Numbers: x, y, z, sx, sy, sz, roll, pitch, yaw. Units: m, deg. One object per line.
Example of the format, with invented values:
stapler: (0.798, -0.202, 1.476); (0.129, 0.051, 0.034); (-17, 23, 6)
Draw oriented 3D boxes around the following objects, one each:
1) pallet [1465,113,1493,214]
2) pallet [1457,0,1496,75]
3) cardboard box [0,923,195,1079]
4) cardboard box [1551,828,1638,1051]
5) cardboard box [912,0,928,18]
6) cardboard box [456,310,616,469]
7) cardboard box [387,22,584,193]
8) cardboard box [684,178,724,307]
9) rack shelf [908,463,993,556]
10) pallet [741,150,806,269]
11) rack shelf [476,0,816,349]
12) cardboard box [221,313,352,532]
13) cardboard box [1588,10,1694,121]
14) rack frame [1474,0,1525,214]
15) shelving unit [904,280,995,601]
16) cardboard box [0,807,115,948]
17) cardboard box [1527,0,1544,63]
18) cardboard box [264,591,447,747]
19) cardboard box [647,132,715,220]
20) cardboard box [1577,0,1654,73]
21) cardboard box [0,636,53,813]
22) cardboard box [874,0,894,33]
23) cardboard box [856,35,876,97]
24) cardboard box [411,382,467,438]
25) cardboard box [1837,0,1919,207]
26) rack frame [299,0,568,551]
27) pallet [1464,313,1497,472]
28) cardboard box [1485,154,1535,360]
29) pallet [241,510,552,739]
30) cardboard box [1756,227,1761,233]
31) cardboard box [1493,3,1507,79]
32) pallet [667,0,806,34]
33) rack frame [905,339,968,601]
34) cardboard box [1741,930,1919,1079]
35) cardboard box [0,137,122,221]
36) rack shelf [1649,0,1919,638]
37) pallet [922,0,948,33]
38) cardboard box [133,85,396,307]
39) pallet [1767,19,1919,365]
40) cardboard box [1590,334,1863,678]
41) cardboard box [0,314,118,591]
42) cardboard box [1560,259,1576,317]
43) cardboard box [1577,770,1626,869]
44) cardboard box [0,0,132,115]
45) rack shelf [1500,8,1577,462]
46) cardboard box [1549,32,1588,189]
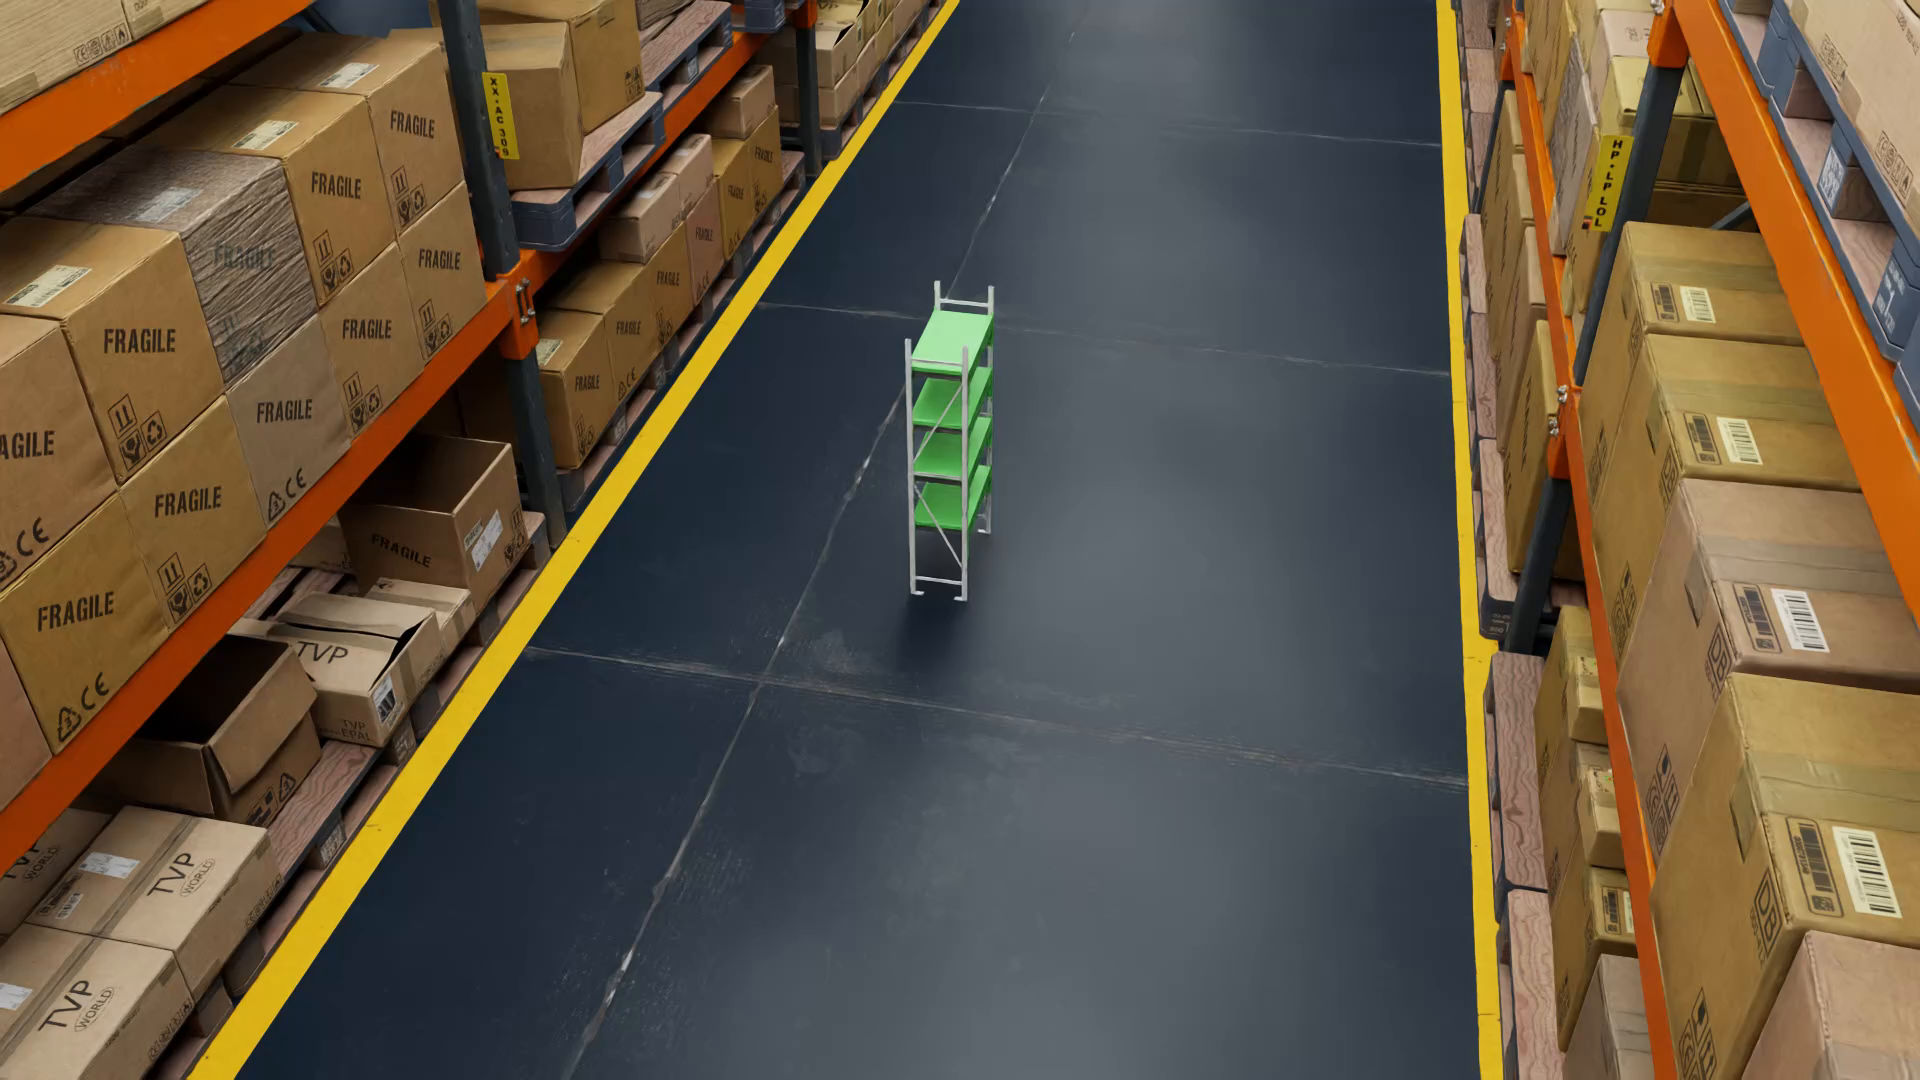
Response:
pallet: (3.644, -2.260, 10.188); (1.003, 0.211, 1.213); (7, 37, 10)
pallet: (4.165, -3.659, 12.118); (1.003, 0.211, 1.213); (7, 37, 10)
cardboard box: (-2.573, 1.399, 4.732); (0.500, 0.250, 0.500); (7, 37, 10)
cardboard box: (2.139, 1.192, 4.822); (0.700, 0.500, 0.500); (8, 37, 11)
cardboard box: (-0.534, -4.052, 12.270); (0.500, 0.250, 0.500); (8, 37, 11)
cardboard box: (-1.878, -0.679, 7.386); (0.500, 0.500, 0.500); (6, 36, 8)
cardboard box: (-1.899, -1.721, 6.625); (0.700, 0.500, 0.500); (-4, 36, -6)
cardboard box: (-1.552, -1.562, 8.604); (0.500, 0.500, 0.500); (6, 36, 8)
rack shelf: (-0.035, -0.145, 6.945); (0.258, 0.148, 0.480); (7, 37, 10)
pallet: (-1.561, -2.007, 9.840); (1.003, 0.211, 1.213); (7, 37, 10)
rack shelf: (-1.792, -2.122, 8.235); (1.077, 0.370, 4.000); (7, 37, 10)
cardboard box: (-2.291, -0.398, 5.158); (0.500, 0.500, 0.500); (8, 37, 11)
cardboard box: (2.590, -1.712, 6.062); (0.500, 0.250, 0.500); (8, 37, 11)
rack frame: (3.475, -2.941, 8.752); (1.000, 3.000, 0.127); (7, 37, 10)
shelving unit: (-0.035, -0.391, 6.767); (0.258, 1.200, 0.503); (7, 37, 10)
cardboard box: (-2.966, 1.078, 5.174); (0.500, 0.250, 0.500); (7, 37, 10)
cardboard box: (3.001, -2.564, 7.877); (0.500, 0.500, 0.500); (8, 37, 12)
cardboard box: (-2.224, 0.436, 6.008); (0.500, 0.311, 0.500); (7, 37, 10)
cardboard box: (-1.558, -1.844, 8.354); (0.500, 0.250, 0.500); (7, 36, 9)
cardboard box: (2.698, -2.005, 6.465); (0.500, 0.250, 0.500); (8, 37, 11)
cardboard box: (-2.616, 0.468, 3.962); (0.500, 0.500, 0.500); (7, 37, 10)
cardboard box: (-0.751, -3.701, 11.308); (0.500, 0.311, 0.500); (6, 36, 9)
cardboard box: (-0.859, -3.168, 11.050); (0.500, 0.250, 0.500); (6, 36, 9)
cardboard box: (-2.394, -0.751, 7.486); (0.500, 0.500, 0.500); (7, 37, 10)
cardboard box: (1.880, -0.770, 2.884); (0.500, 0.250, 0.500); (6, 36, 9)
rack frame: (-2.219, -1.267, 6.441); (1.000, 3.000, 0.127); (7, 37, 10)
pallet: (2.971, -0.672, 7.997); (1.003, 0.211, 1.213); (7, 37, 10)
cardboard box: (2.997, -1.334, 8.009); (0.750, 0.750, 0.750); (7, 37, 10)
pallet: (-2.367, 0.256, 6.717); (1.003, 0.211, 1.213); (7, 37, 10)
cardboard box: (2.966, -1.049, 5.785); (0.500, 0.500, 0.500); (6, 36, 8)
cardboard box: (3.979, -3.386, 11.121); (0.700, 0.500, 0.500); (8, 37, 10)
pallet: (-1.441, -3.085, 9.113); (1.213, 0.211, 1.003); (7, 37, 10)
rack frame: (-0.087, -0.251, 6.574); (0.240, 1.200, 0.015); (7, 37, 10)
cardboard box: (1.866, 1.230, 2.741); (0.980, 0.700, 0.700); (9, 37, 12)
cardboard box: (-2.815, -0.886, 4.980); (0.500, 0.500, 0.500); (6, 36, 9)
rack shelf: (2.194, -0.424, 3.336); (1.077, 0.370, 4.000); (7, 37, 10)
pallet: (-0.630, -4.297, 12.998); (1.003, 0.211, 1.213); (7, 37, 10)
cardboard box: (-2.181, -1.095, 5.268); (0.500, 0.500, 0.500); (7, 36, 9)
pallet: (2.173, -0.661, 3.126); (1.003, 0.211, 1.213); (7, 37, 10)
cardboard box: (2.328, -0.042, 4.497); (0.980, 0.700, 0.700); (6, 36, 9)
cardboard box: (-2.505, -0.227, 4.070); (0.500, 0.500, 0.500); (8, 37, 11)
cardboard box: (2.448, -0.931, 6.176); (0.380, 0.149, 0.250); (8, 37, 11)
cardboard box: (1.998, 0.820, 4.782); (0.380, 0.149, 0.250); (6, 36, 9)
cardboard box: (-2.390, -1.249, 3.989); (0.500, 0.250, 0.500); (7, 37, 10)
rack shelf: (3.048, -1.503, 7.381); (1.077, 0.370, 4.000); (7, 37, 10)
cardboard box: (2.688, -1.694, 6.675); (0.500, 0.500, 0.500); (7, 37, 10)
